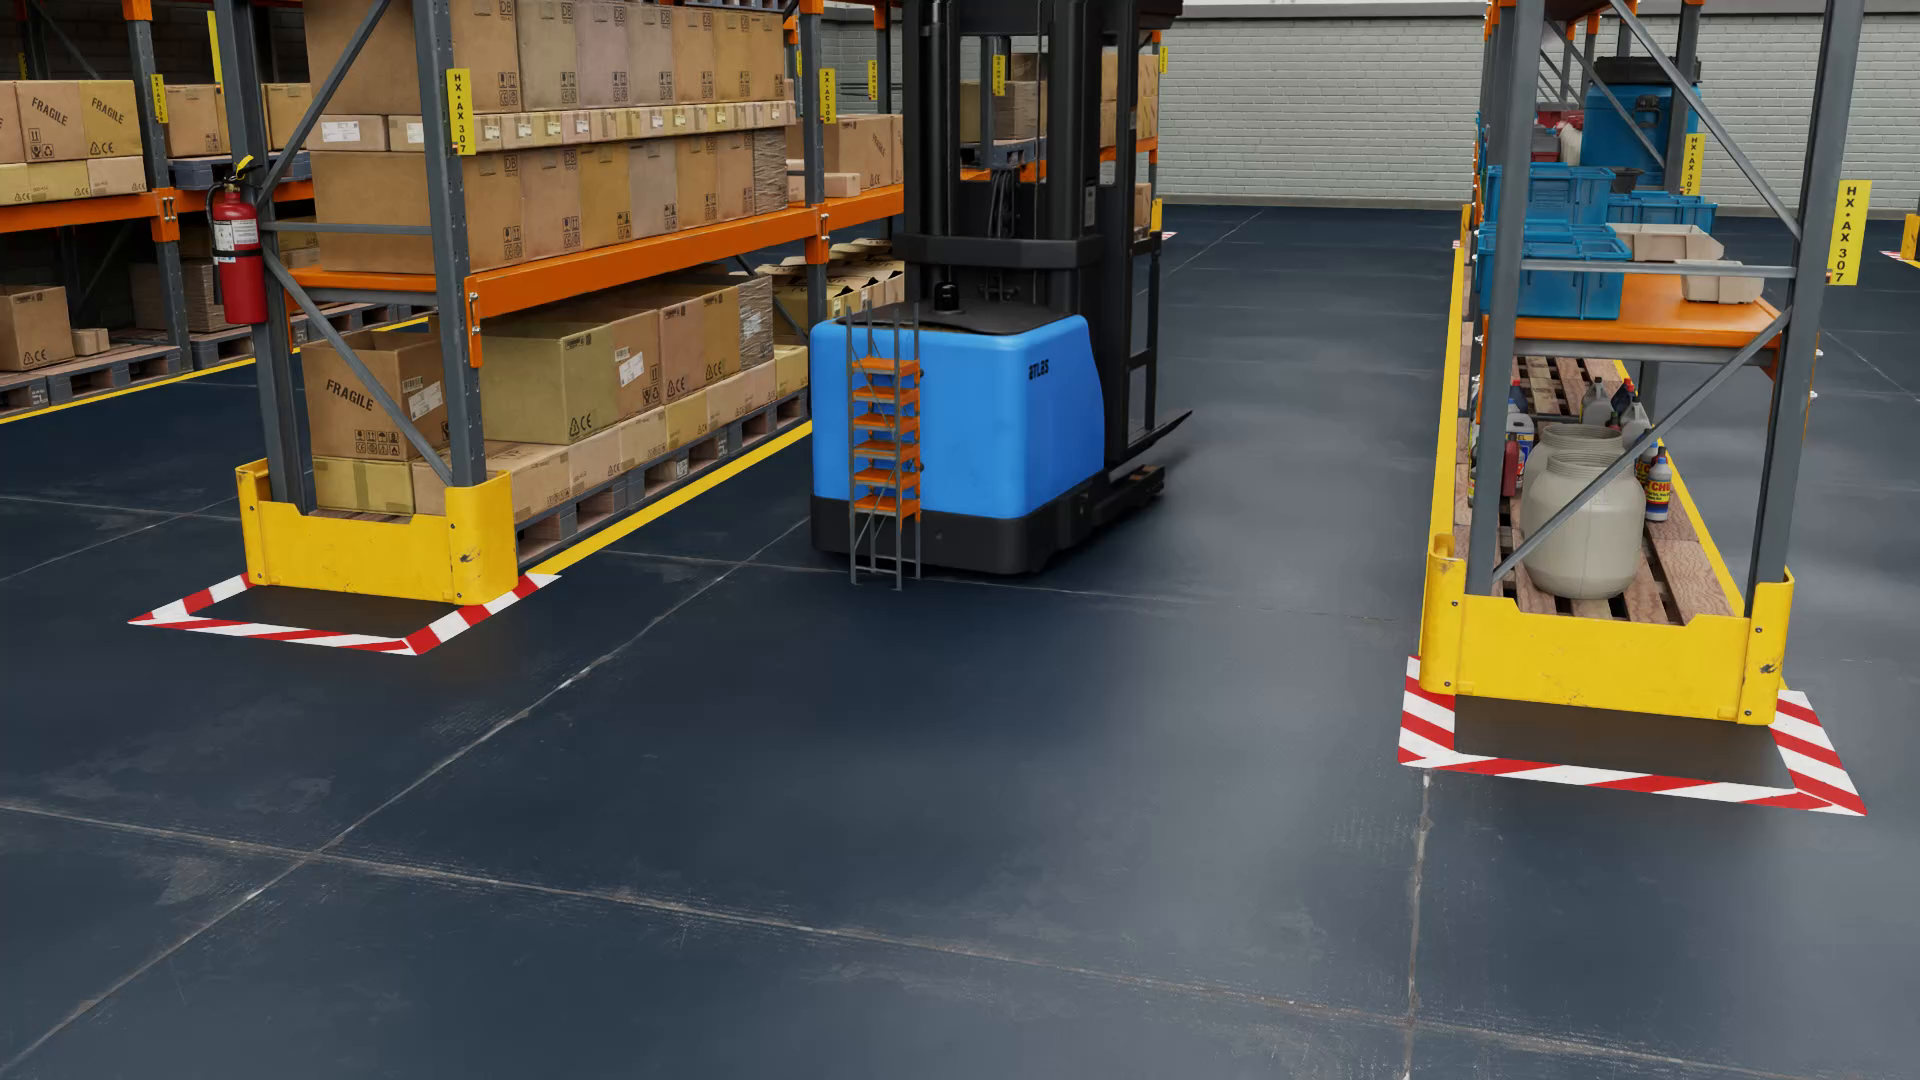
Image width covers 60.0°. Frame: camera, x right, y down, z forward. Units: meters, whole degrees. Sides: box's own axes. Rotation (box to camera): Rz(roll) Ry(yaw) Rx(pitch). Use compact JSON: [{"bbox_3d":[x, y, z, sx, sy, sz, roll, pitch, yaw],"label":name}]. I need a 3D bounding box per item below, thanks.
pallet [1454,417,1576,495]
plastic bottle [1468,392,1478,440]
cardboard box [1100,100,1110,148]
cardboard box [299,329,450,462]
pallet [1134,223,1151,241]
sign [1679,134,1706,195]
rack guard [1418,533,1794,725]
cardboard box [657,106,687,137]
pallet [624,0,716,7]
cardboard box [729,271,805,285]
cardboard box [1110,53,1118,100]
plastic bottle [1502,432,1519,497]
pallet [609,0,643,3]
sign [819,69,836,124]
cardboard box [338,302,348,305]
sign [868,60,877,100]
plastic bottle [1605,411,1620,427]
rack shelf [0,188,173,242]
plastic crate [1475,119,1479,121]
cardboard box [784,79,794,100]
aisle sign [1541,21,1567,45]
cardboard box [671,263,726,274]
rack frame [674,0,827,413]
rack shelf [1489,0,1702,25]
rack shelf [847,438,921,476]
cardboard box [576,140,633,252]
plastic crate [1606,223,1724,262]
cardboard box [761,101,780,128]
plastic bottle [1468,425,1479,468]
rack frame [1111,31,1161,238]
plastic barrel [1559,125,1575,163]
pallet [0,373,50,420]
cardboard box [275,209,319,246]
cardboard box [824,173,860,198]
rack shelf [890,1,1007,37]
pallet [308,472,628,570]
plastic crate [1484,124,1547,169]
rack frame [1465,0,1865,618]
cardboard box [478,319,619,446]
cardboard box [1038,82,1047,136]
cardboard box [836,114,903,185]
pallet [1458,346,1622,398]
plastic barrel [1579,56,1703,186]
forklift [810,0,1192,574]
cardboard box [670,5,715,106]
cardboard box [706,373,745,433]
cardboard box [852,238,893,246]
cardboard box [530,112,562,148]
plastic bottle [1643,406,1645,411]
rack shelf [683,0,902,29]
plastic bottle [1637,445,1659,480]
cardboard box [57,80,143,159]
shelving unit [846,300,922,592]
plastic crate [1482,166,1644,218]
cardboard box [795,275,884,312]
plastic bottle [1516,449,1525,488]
[{"bbox_3d":[3.172,-0.412,8.893,1.003,0.211,1.213,5,16,16],"label":"pallet"},{"bbox_3d":[2.776,-0.684,8.791,0.144,0.351,0.185,5,17,17],"label":"plastic bottle"},{"bbox_3d":[1.335,-4.564,18.240,0.500,0.500,0.500,5,17,17],"label":"cardboard box"},{"bbox_3d":[-2.614,-0.667,7.581,0.500,0.500,0.500,5,16,16],"label":"cardboard box"},{"bbox_3d":[1.818,-3.880,21.122,1.003,0.211,1.213,5,16,16],"label":"pallet"},{"bbox_3d":[3.928,-2.013,8.923,0.100,0.325,0.005,5,16,16],"label":"sign"},{"bbox_3d":[2.243,0.300,5.855,1.175,0.500,0.348,5,16,16],"label":"rack guard"},{"bbox_3d":[-1.652,-2.181,8.650,0.380,0.149,0.250,5,17,18],"label":"cardboard box"},{"bbox_3d":[-3.579,-6.400,19.563,1.003,0.211,1.213,5,16,16],"label":"pallet"},{"bbox_3d":[-1.363,-1.724,11.654,0.500,0.311,0.500,5,17,17],"label":"cardboard box"},{"bbox_3d":[1.479,-5.169,18.541,0.500,0.500,0.500,4,16,14],"label":"cardboard box"},{"bbox_3d":[2.568,-0.354,7.752,0.061,0.283,0.133,5,16,16],"label":"plastic bottle"},{"bbox_3d":[-4.035,-5.894,17.966,0.805,0.209,1.217,4,16,14],"label":"pallet"},{"bbox_3d":[-0.812,-2.723,10.199,0.100,0.325,0.005,5,16,16],"label":"sign"},{"bbox_3d":[-5.485,-2.299,14.212,0.700,0.500,0.500,5,16,16],"label":"cardboard box"},{"bbox_3d":[-0.731,-3.916,14.161,0.100,0.325,0.005,5,16,16],"label":"sign"},{"bbox_3d":[3.245,-0.506,8.288,0.061,0.283,0.133,5,16,16],"label":"plastic bottle"},{"bbox_3d":[-6.664,-1.824,10.083,1.077,0.370,4.000,5,16,16],"label":"rack shelf"},{"bbox_3d":[6.241,-4.802,19.459,0.416,0.233,0.300,5,16,16],"label":"plastic crate"},{"bbox_3d":[-2.820,-5.843,22.384,0.980,0.700,0.700,5,17,18],"label":"cardboard box"},{"bbox_3d":[7.115,-6.312,19.821,0.394,0.787,0.004,5,16,16],"label":"aisle sign"},{"bbox_3d":[-1.777,-1.454,10.352,0.500,0.500,0.500,5,16,16],"label":"cardboard box"},{"bbox_3d":[-1.345,-2.311,10.479,1.000,3.000,0.127,5,16,16],"label":"rack frame"},{"bbox_3d":[3.972,-3.546,10.655,1.077,0.370,4.000,5,16,16],"label":"rack shelf"},{"bbox_3d":[-0.319,-0.351,7.032,0.258,0.103,0.180,7,17,24],"label":"rack shelf"},{"bbox_3d":[-2.045,-1.701,8.145,0.700,0.500,0.500,5,17,16],"label":"cardboard box"},{"bbox_3d":[3.185,-1.354,7.590,0.530,0.136,0.437,5,16,16],"label":"plastic crate"},{"bbox_3d":[-1.289,-2.518,9.840,0.380,0.149,0.250,4,16,15],"label":"cardboard box"},{"bbox_3d":[2.549,-0.475,8.054,0.144,0.351,0.185,5,17,18],"label":"plastic bottle"},{"bbox_3d":[2.065,-5.450,21.547,1.000,3.000,0.127,5,16,16],"label":"rack frame"},{"bbox_3d":[4.333,-2.630,11.399,0.421,0.512,0.421,0,16,0],"label":"plastic barrel"},{"bbox_3d":[-6.597,-0.854,10.452,1.003,0.211,1.213,5,16,16],"label":"pallet"},{"bbox_3d":[-5.477,-2.638,14.035,0.500,0.250,0.500,5,16,16],"label":"cardboard box"},{"bbox_3d":[-0.897,-2.406,11.274,0.380,0.149,0.250,5,16,16],"label":"cardboard box"},{"bbox_3d":[0.360,-4.977,15.702,1.077,0.370,4.000,5,16,16],"label":"rack shelf"},{"bbox_3d":[-2.304,-0.126,7.886,1.003,0.211,1.213,5,16,16],"label":"pallet"},{"bbox_3d":[3.787,-2.604,11.395,0.402,0.464,0.583,5,16,16],"label":"plastic crate"},{"bbox_3d":[2.267,-0.879,5.431,1.000,3.000,0.127,5,16,16],"label":"rack frame"},{"bbox_3d":[-1.976,-0.758,7.900,0.500,0.500,0.500,5,16,16],"label":"cardboard box"},{"bbox_3d":[0.486,-4.187,16.140,0.700,0.500,0.500,1,16,2],"label":"cardboard box"},{"bbox_3d":[-0.669,-2.965,12.602,0.500,0.500,0.500,4,16,13],"label":"cardboard box"},{"bbox_3d":[3.934,-1.113,11.365,1.003,0.211,1.213,5,16,16],"label":"pallet"},{"bbox_3d":[3.804,-2.244,9.326,0.600,0.901,0.708,5,16,16],"label":"plastic barrel"},{"bbox_3d":[0.410,-1.620,8.171,1.130,2.935,3.031,7,17,24],"label":"forklift"},{"bbox_3d":[-1.750,-2.603,8.949,0.700,0.500,0.500,5,16,16],"label":"cardboard box"},{"bbox_3d":[-1.547,-0.790,9.385,0.500,0.250,0.500,5,16,16],"label":"cardboard box"},{"bbox_3d":[-0.638,-2.392,14.007,0.500,0.311,0.500,5,17,18],"label":"cardboard box"},{"bbox_3d":[-2.019,-1.845,7.464,0.380,0.149,0.250,5,16,16],"label":"cardboard box"},{"bbox_3d":[3.436,-0.543,8.420,0.061,0.283,0.133,6,17,20],"label":"plastic bottle"},{"bbox_3d":[-0.776,-3.931,12.012,1.077,0.370,4.000,5,16,16],"label":"rack shelf"},{"bbox_3d":[3.206,-0.344,7.739,0.097,0.271,0.097,0,16,0],"label":"plastic bottle"},{"bbox_3d":[-5.933,-2.844,11.224,0.500,0.500,0.500,5,16,16],"label":"cardboard box"},{"bbox_3d":[-0.319,-0.394,7.020,0.258,1.200,0.189,7,17,24],"label":"shelving unit"},{"bbox_3d":[3.133,-1.769,8.681,0.767,0.338,0.504,5,16,16],"label":"plastic crate"},{"bbox_3d":[-0.841,-1.679,11.493,0.500,0.311,0.500,4,16,15],"label":"cardboard box"},{"bbox_3d":[2.630,-0.354,7.903,0.097,0.201,0.097,0,16,0],"label":"plastic bottle"}]
